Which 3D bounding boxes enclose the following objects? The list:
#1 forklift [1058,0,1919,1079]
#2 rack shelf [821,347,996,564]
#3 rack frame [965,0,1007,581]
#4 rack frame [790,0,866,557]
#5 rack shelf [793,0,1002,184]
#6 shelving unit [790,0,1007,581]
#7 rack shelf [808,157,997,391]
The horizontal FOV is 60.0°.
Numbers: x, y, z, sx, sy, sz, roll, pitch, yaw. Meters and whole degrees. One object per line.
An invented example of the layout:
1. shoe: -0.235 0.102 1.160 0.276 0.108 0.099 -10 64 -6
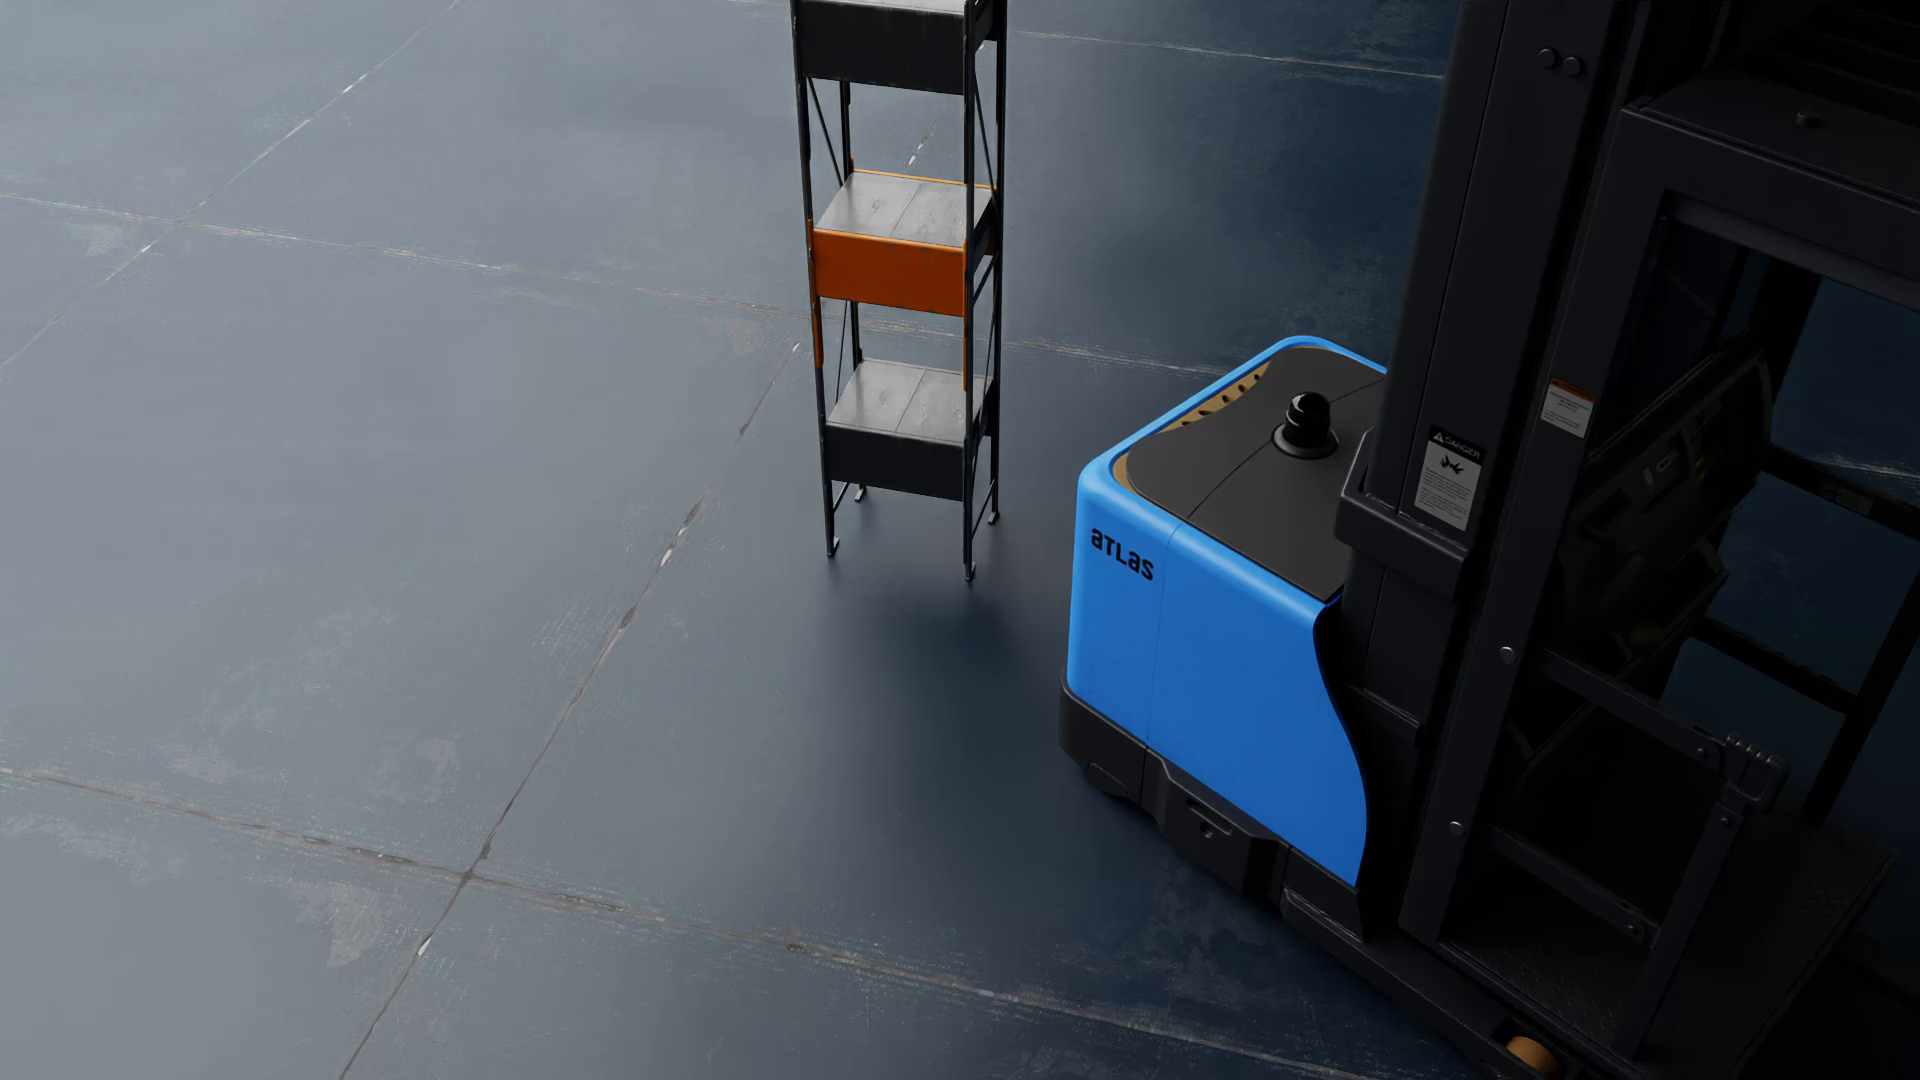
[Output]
1. forklift: 1.683 -0.025 3.500 1.130 2.935 3.031 -32 50 -33
2. rack shelf: -0.160 -0.285 5.566 0.480 0.518 0.431 10 41 11
3. rack frame: 0.076 -0.791 5.059 0.015 2.100 0.400 10 41 11
4. rack frame: -0.396 -0.872 5.156 0.015 2.100 0.400 10 41 11
5. rack shelf: -0.160 -1.357 4.666 0.480 0.518 0.431 10 41 11
6. shelving unit: -0.160 -0.832 5.107 0.503 2.100 0.431 10 41 11
7. rack shelf: -0.160 -0.821 5.116 0.480 0.518 0.431 10 41 11
